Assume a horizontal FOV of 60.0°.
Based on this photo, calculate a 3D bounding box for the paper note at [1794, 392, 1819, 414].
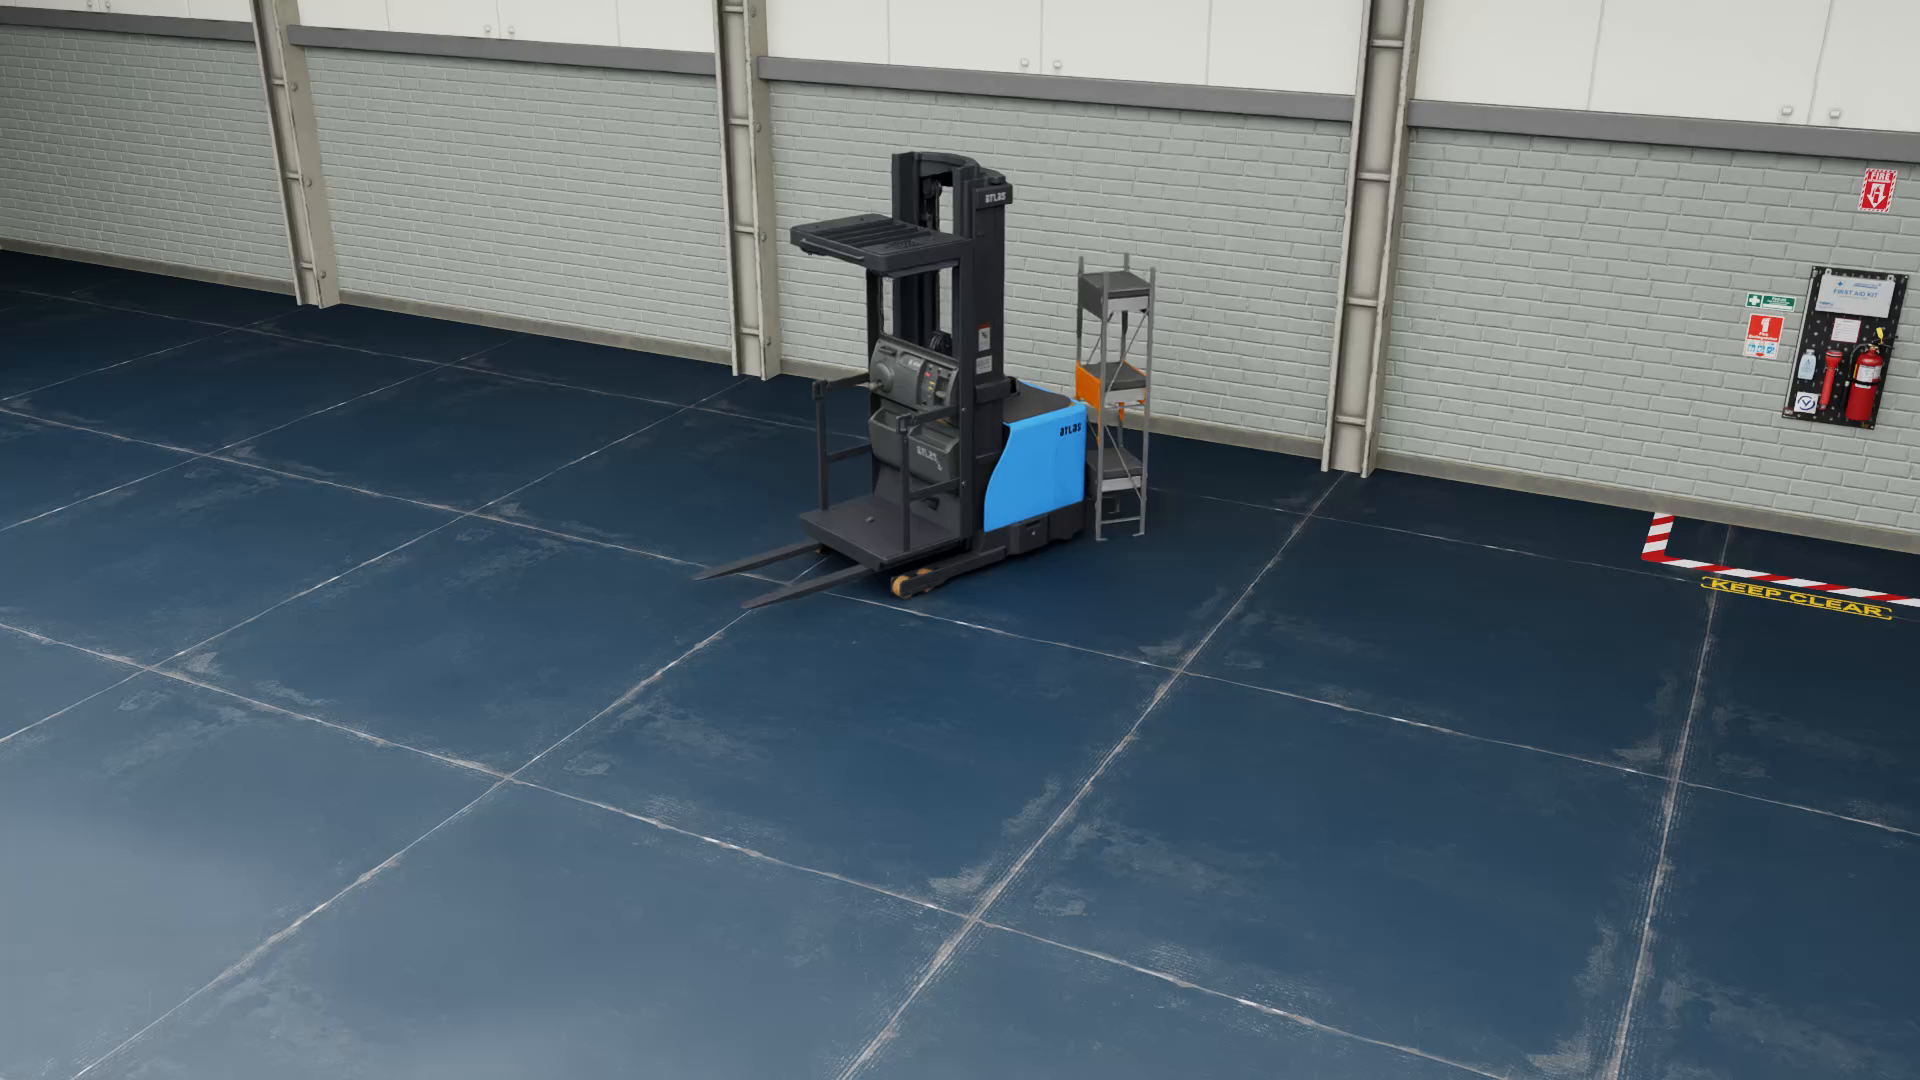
[{"bbox_3d":[6.359,-1.032,12.495,0.142,0.148,0.016,11,25,25],"label":"paper note"}]

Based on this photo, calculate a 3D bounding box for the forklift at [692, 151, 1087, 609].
[{"bbox_3d":[-0.494,-1.161,11.761,3.031,2.935,1.130,-18,29,-36],"label":"forklift"}]

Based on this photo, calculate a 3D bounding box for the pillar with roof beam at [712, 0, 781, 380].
[{"bbox_3d":[-3.977,-4.308,11.408,0.400,9.000,9.100,11,25,25],"label":"pillar with roof beam"}]

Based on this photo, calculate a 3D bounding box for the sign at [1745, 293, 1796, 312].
[{"bbox_3d":[6.039,-1.772,12.387,0.331,0.109,0.001,11,25,25],"label":"sign"}]

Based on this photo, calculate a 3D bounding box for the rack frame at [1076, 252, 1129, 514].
[{"bbox_3d":[1.080,-1.166,12.834,0.400,2.100,0.015,-7,24,-16],"label":"rack frame"}]

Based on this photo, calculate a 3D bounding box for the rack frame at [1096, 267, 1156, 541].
[{"bbox_3d":[1.230,-0.987,12.405,0.400,2.100,0.015,-7,24,-16],"label":"rack frame"}]

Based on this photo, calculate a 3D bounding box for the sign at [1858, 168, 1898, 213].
[{"bbox_3d":[6.524,-2.485,11.824,0.199,0.298,0.001,11,25,25],"label":"sign"}]

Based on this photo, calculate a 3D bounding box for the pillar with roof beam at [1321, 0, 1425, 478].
[{"bbox_3d":[1.377,-3.249,8.917,0.400,9.000,9.100,11,25,25],"label":"pillar with roof beam"}]

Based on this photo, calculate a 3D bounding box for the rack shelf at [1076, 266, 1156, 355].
[{"bbox_3d":[1.152,-1.710,12.355,0.431,0.518,0.480,-7,24,-16],"label":"rack shelf"}]

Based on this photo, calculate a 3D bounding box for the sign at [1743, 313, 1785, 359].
[{"bbox_3d":[6.039,-1.532,12.500,0.234,0.329,0.001,11,25,25],"label":"sign"}]

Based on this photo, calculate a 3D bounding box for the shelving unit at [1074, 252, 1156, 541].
[{"bbox_3d":[1.155,-1.077,12.620,0.431,2.100,0.503,-7,24,-16],"label":"shelving unit"}]

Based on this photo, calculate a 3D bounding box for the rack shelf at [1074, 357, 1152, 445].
[{"bbox_3d":[1.155,-1.064,12.625,0.431,0.518,0.480,-7,24,-16],"label":"rack shelf"}]

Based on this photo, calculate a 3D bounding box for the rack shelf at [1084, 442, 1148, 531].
[{"bbox_3d":[1.157,-0.418,12.895,0.431,0.518,0.480,-7,24,-16],"label":"rack shelf"}]

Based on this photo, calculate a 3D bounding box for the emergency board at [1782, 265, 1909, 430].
[{"bbox_3d":[6.486,-1.382,12.192,0.643,1.169,0.194,11,25,25],"label":"emergency board"}]

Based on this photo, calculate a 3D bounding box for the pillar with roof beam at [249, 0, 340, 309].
[{"bbox_3d":[-9.332,-5.368,13.899,0.400,9.000,9.100,11,25,25],"label":"pillar with roof beam"}]
